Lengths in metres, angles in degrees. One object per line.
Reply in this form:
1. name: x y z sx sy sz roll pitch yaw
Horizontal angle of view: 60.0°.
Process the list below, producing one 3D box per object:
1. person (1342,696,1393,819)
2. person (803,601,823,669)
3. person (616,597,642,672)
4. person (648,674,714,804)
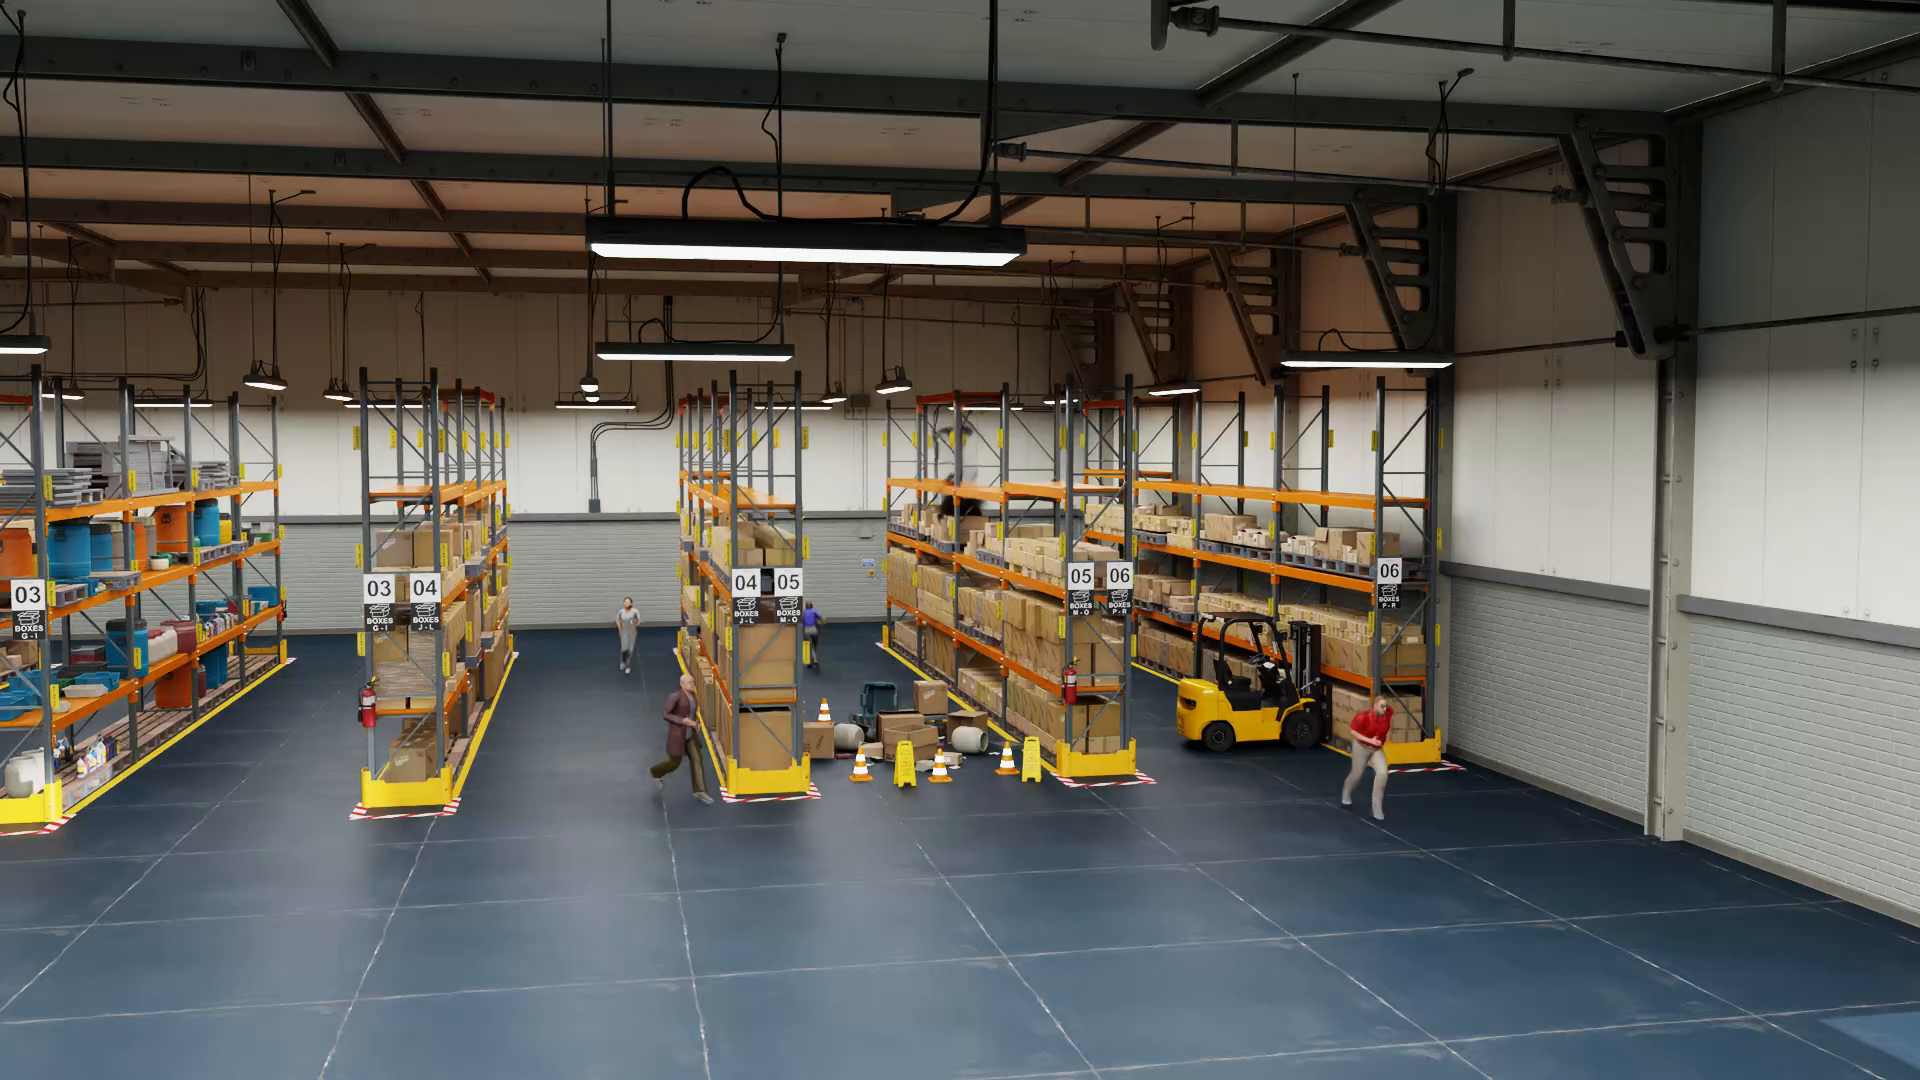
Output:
1. person: 5.473 2.886 22.402 0.708 1.697 1.007 -1 4 -17
2. person: -3.274 2.145 36.436 0.577 1.445 1.027 -1 3 -10
3. person: -7.151 2.049 35.893 0.553 1.637 0.561 0 3 -8
4. person: -3.877 2.736 23.136 1.184 1.765 0.722 3 4 36
